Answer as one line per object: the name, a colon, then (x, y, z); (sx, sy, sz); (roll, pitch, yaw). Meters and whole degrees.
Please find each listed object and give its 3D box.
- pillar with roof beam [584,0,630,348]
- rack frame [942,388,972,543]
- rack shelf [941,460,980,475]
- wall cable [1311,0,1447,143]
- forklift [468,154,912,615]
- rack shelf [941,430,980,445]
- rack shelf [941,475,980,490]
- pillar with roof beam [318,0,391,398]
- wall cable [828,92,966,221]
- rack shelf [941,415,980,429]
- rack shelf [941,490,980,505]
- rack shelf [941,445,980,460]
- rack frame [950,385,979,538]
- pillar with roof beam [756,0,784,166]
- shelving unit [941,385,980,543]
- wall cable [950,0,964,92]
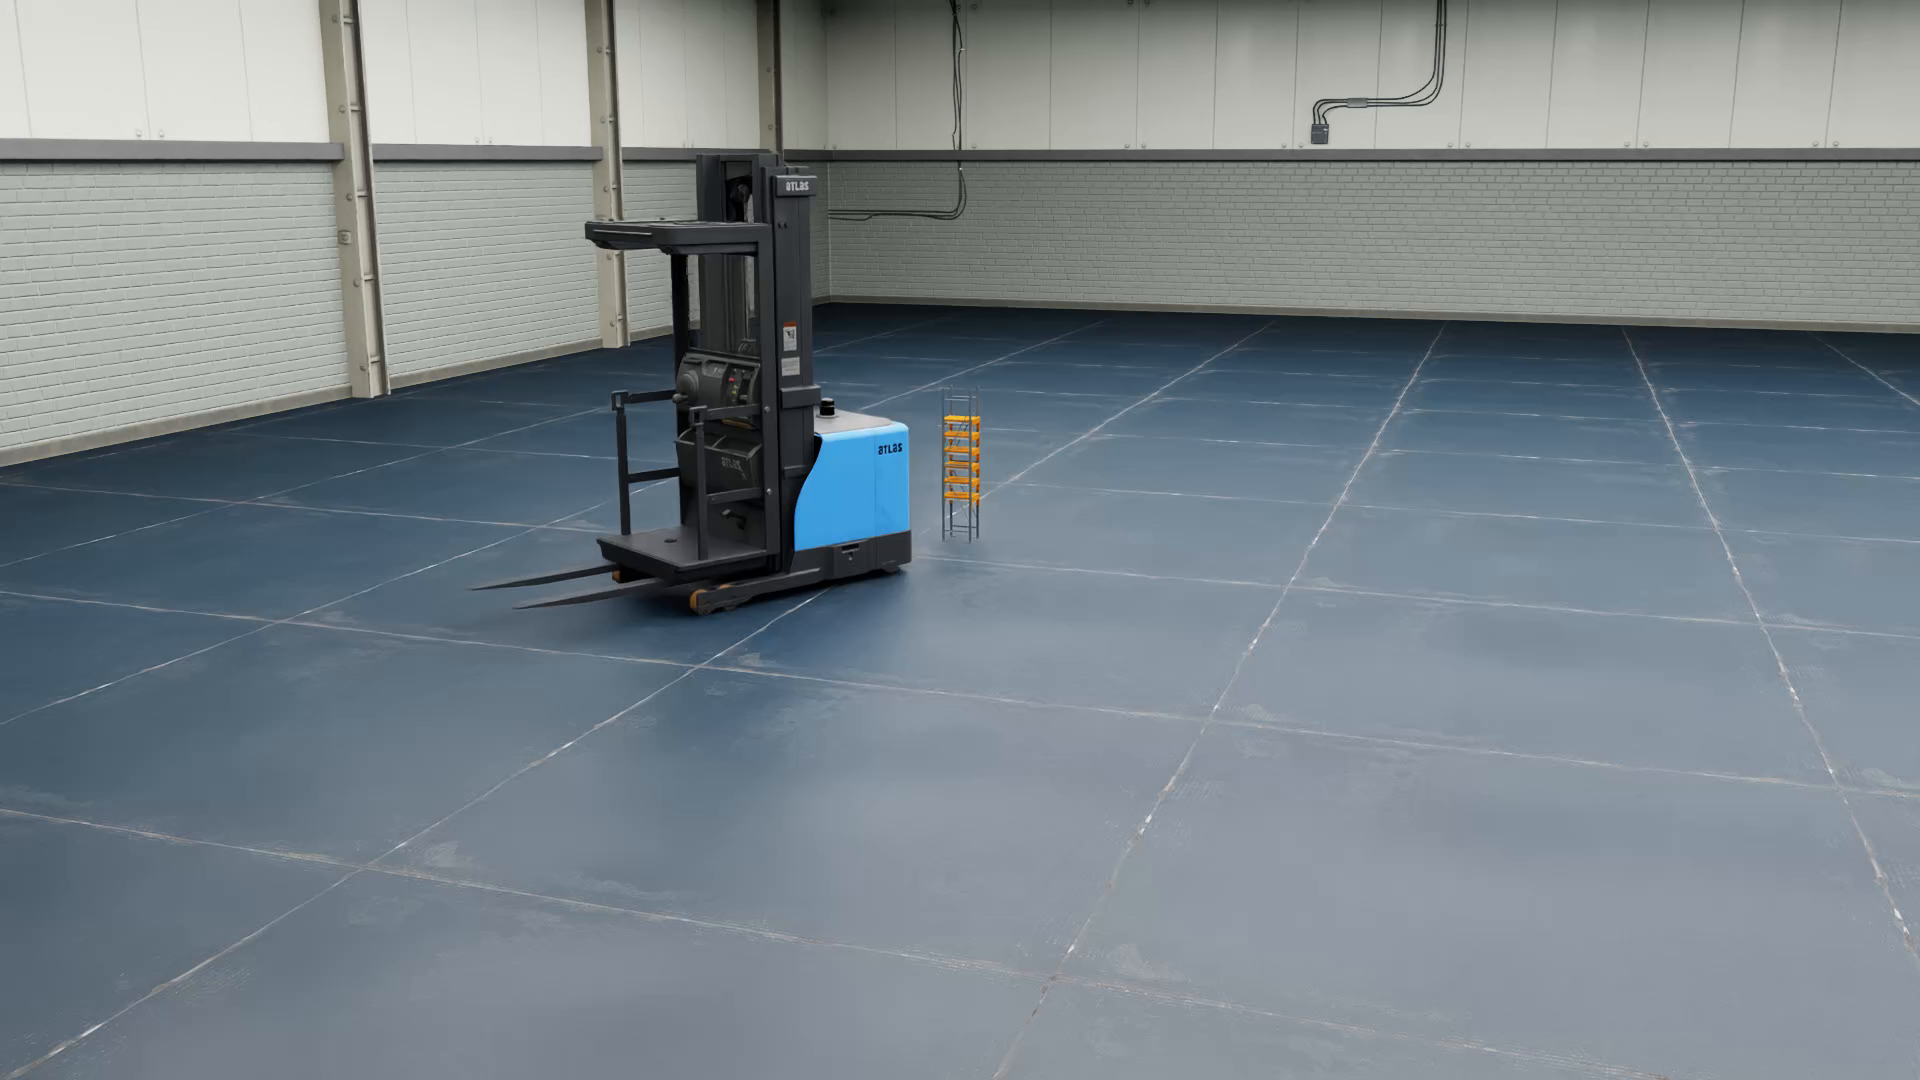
pillar with roof beam: (-1.418, -7.164, 24.151); (9.100, 9.000, 0.400); (4, 14, 18)
rack frame: (-0.025, -0.569, 12.783); (0.240, 1.200, 0.006); (4, 14, 18)
rack shelf: (0.005, -0.545, 12.878); (0.258, 0.103, 0.180); (4, 14, 18)
wall cable: (7.632, -10.233, 29.957); (2.305, 6.003, 0.169); (4, 14, 18)
forklift: (-1.793, -1.072, 11.098); (3.031, 2.935, 1.130); (-11, 17, -40)
rack shelf: (0.005, -0.779, 12.824); (0.258, 0.103, 0.180); (4, 14, 18)
rack shelf: (0.005, -0.428, 12.904); (0.258, 0.103, 0.180); (4, 14, 18)
pillar with roof beam: (-3.359, -5.900, 18.616); (9.100, 9.000, 0.400); (4, 14, 18)
wall cable: (-1.345, -7.748, 33.690); (3.097, 2.526, 0.112); (4, 14, 18)
rack shelf: (0.005, -0.896, 12.798); (0.258, 0.103, 0.180); (4, 14, 18)
rack shelf: (0.005, -0.311, 12.931); (0.258, 0.103, 0.180); (4, 14, 18)
rack shelf: (0.005, -0.662, 12.851); (0.258, 0.103, 0.180); (4, 14, 18)
rack frame: (0.034, -0.607, 12.952); (0.240, 1.200, 0.006); (4, 14, 18)
pillar with roof beam: (0.524, -8.427, 29.686); (9.100, 9.000, 0.400); (4, 14, 18)
shelving unit: (0.005, -0.588, 12.868); (0.258, 1.200, 0.189); (4, 14, 18)
wall cable: (1.215, -10.016, 32.275); (3.097, 2.526, 0.112); (4, 14, 18)
